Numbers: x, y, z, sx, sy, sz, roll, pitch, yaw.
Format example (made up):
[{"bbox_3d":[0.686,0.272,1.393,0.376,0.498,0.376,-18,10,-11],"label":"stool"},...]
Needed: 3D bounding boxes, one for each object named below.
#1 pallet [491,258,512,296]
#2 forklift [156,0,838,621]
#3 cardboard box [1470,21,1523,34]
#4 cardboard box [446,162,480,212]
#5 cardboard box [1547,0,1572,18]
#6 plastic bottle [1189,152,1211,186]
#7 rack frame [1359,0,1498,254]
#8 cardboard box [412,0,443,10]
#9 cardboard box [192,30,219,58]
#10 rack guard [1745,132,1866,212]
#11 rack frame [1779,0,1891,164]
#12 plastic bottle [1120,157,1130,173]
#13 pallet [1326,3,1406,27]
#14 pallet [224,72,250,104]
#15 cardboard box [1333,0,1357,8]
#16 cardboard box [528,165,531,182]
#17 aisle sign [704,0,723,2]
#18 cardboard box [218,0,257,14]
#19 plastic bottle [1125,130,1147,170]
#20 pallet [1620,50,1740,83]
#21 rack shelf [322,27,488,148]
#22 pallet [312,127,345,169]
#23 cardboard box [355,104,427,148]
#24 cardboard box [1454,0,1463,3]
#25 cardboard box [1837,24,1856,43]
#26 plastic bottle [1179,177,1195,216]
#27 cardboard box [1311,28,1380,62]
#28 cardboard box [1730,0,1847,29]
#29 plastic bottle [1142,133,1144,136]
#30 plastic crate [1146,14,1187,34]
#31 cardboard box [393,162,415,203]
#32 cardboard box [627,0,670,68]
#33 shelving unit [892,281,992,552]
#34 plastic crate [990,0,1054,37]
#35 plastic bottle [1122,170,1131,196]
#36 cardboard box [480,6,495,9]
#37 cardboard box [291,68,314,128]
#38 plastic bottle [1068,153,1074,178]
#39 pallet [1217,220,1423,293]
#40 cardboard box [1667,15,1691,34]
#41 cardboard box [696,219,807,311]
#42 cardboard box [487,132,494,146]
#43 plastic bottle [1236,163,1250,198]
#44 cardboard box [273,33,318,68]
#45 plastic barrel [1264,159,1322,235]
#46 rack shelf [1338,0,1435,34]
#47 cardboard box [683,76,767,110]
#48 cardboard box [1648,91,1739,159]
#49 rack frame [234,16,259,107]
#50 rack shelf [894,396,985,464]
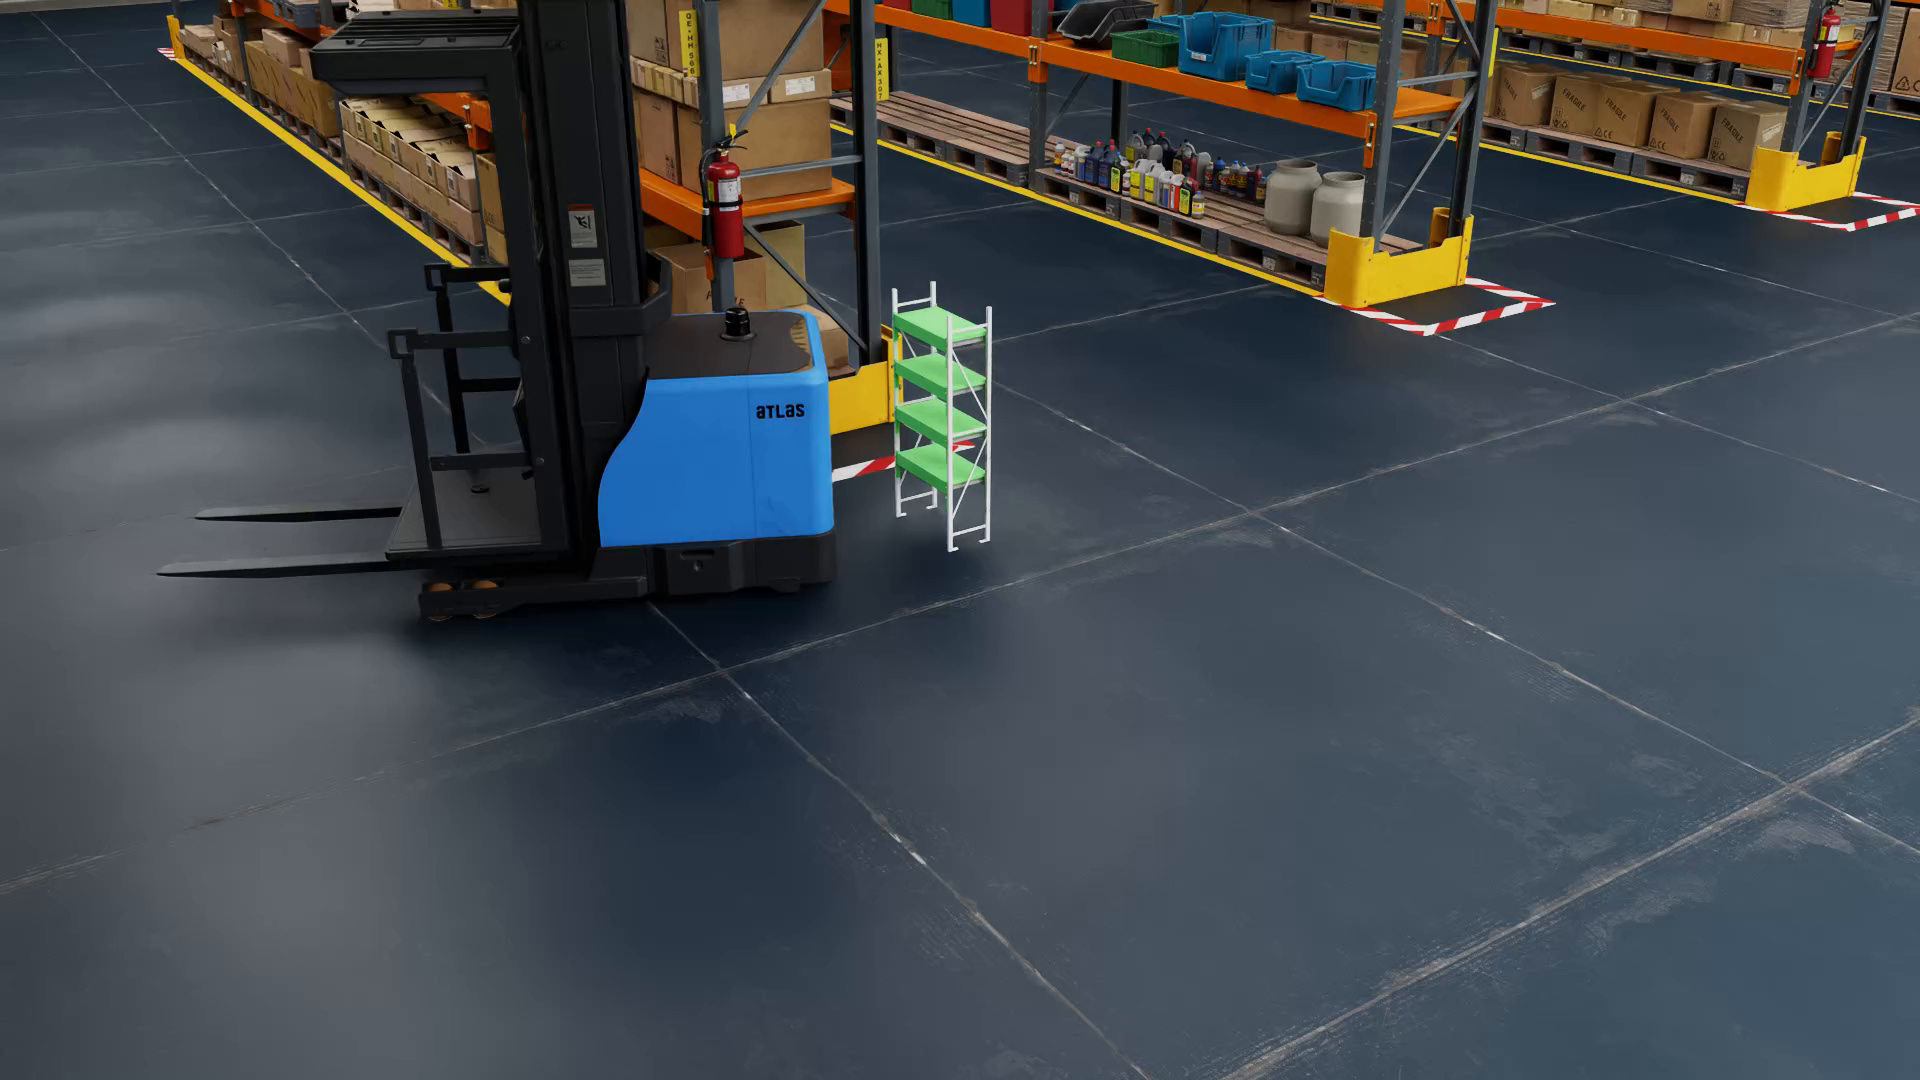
[{"bbox_3d":[-2.689,-1.881,11.988,1.003,0.211,1.213,-16,29,-30],"label":"pallet"},{"bbox_3d":[-2.128,-1.202,7.362,3.031,2.935,1.130,-3,25,-7],"label":"forklift"},{"bbox_3d":[7.498,-7.228,22.191,1.050,0.750,0.750,-16,30,-30],"label":"cardboard box"},{"bbox_3d":[-3.549,-2.715,12.559,0.500,0.311,0.500,-16,29,-30],"label":"cardboard box"},{"bbox_3d":[5.782,-5.042,15.711,0.380,0.149,0.250,-16,29,-30],"label":"cardboard box"},{"bbox_3d":[2.024,-3.150,14.085,0.152,0.276,0.135,-15,29,-29],"label":"plastic bottle"},{"bbox_3d":[3.248,-3.159,11.428,1.000,3.000,0.127,-16,29,-30],"label":"rack frame"},{"bbox_3d":[-4.055,-4.128,13.363,0.500,0.500,0.500,-15,29,-29],"label":"cardboard box"},{"bbox_3d":[-9.034,-6.066,20.291,0.500,0.250,0.500,-16,29,-30],"label":"cardboard box"},{"bbox_3d":[7.356,-3.210,14.464,1.175,0.500,0.348,-16,29,-30],"label":"rack guard"},{"bbox_3d":[7.398,-4.313,13.873,1.000,3.000,0.127,-16,29,-30],"label":"rack frame"},{"bbox_3d":[1.372,-3.058,13.894,0.097,0.271,0.097,0,25,0],"label":"plastic bottle"},{"bbox_3d":[6.154,-7.749,24.418,1.003,0.211,1.213,-16,29,-30],"label":"pallet"},{"bbox_3d":[-7.829,-5.283,19.193,1.003,0.211,1.213,-16,29,-30],"label":"pallet"},{"bbox_3d":[5.826,-8.085,24.300,0.500,0.500,0.500,-15,29,-29],"label":"cardboard box"},{"bbox_3d":[-2.818,-2.306,11.472,0.500,0.500,0.500,-16,29,-30],"label":"cardboard box"},{"bbox_3d":[-1.115,-3.089,8.236,0.394,0.787,0.004,-16,29,-30],"label":"aisle sign"},{"bbox_3d":[-9.136,-6.660,21.257,0.500,0.500,0.500,-16,29,-30],"label":"cardboard box"},{"bbox_3d":[1.536,-3.394,14.513,0.144,0.351,0.185,-16,29,-30],"label":"plastic bottle"},{"bbox_3d":[8.941,-5.861,20.418,1.003,0.211,1.213,-16,29,-30],"label":"pallet"},{"bbox_3d":[-4.180,-3.827,13.685,1.077,0.370,4.000,-16,29,-30],"label":"rack shelf"},{"bbox_3d":[-5.647,-3.882,16.226,1.003,0.211,1.213,-16,29,-30],"label":"pallet"},{"bbox_3d":[-4.938,-3.626,14.489,0.500,0.311,0.500,-16,30,-31],"label":"cardboard box"},{"bbox_3d":[5.079,-5.483,16.646,0.380,0.149,0.250,-16,29,-30],"label":"cardboard box"},{"bbox_3d":[7.442,-4.357,14.260,0.380,0.149,0.250,-16,29,-30],"label":"cardboard box"},{"bbox_3d":[1.799,-2.722,13.168,0.061,0.283,0.133,-15,29,-28],"label":"plastic bottle"},{"bbox_3d":[4.347,-5.412,18.613,0.700,0.500,0.500,-18,31,-34],"label":"cardboard box"},{"bbox_3d":[7.120,-4.696,14.218,0.875,0.500,0.500,-16,29,-30],"label":"cardboard box"},{"bbox_3d":[1.603,-3.465,14.743,0.061,0.283,0.133,-14,29,-27],"label":"plastic bottle"},{"bbox_3d":[1.896,-4.190,13.786,0.499,0.251,0.616,-16,29,-30],"label":"plastic crate"},{"bbox_3d":[-4.388,-3.010,13.842,0.500,0.250,0.500,-15,29,-29],"label":"cardboard box"},{"bbox_3d":[-1.469,-3.013,9.483,0.700,0.500,0.500,-16,30,-31],"label":"cardboard box"},{"bbox_3d":[-0.090,-0.602,8.119,0.258,1.200,0.503,-16,29,-30],"label":"shelving unit"},{"bbox_3d":[0.544,-4.720,14.660,0.402,0.464,0.583,-16,29,-30],"label":"plastic crate"},{"bbox_3d":[1.395,-2.963,13.776,0.097,0.201,0.097,0,25,0],"label":"plastic bottle"},{"bbox_3d":[-3.104,-3.634,11.557,0.380,0.149,0.250,-16,29,-30],"label":"cardboard box"},{"bbox_3d":[-6.261,-4.401,16.471,0.500,0.500,0.500,-17,30,-31],"label":"cardboard box"},{"bbox_3d":[0.982,-3.234,14.350,0.097,0.201,0.097,0,25,0],"label":"plastic bottle"},{"bbox_3d":[2.728,-2.206,12.675,1.003,0.211,1.213,-16,29,-30],"label":"pallet"},{"bbox_3d":[6.528,-4.612,14.801,0.380,0.149,0.250,-16,29,-30],"label":"cardboard box"},{"bbox_3d":[-1.285,-1.713,10.216,0.500,0.500,0.500,-16,29,-30],"label":"cardboard box"},{"bbox_3d":[-3.657,-3.208,13.603,0.500,0.311,0.500,-17,30,-31],"label":"cardboard box"},{"bbox_3d":[2.332,-2.968,13.703,0.097,0.271,0.097,0,25,0],"label":"plastic bottle"},{"bbox_3d":[-6.575,-4.939,16.733,0.500,0.250,0.500,-16,30,-31],"label":"cardboard box"},{"bbox_3d":[2.551,-2.621,12.710,0.421,0.512,0.421,0,25,0],"label":"plastic barrel"},{"bbox_3d":[4.122,-6.134,18.572,1.077,0.370,4.000,-16,29,-30],"label":"rack shelf"},{"bbox_3d":[-1.273,-2.437,9.021,0.380,0.149,0.250,-16,30,-30],"label":"cardboard box"},{"bbox_3d":[6.716,-3.806,15.234,0.500,0.500,0.500,-8,26,-16],"label":"cardboard box"},{"bbox_3d":[-7.455,-6.298,18.077,1.000,3.000,0.127,-16,29,-30],"label":"rack frame"},{"bbox_3d":[-0.090,-0.544,8.147,0.258,0.148,0.480,-16,29,-30],"label":"rack shelf"}]
